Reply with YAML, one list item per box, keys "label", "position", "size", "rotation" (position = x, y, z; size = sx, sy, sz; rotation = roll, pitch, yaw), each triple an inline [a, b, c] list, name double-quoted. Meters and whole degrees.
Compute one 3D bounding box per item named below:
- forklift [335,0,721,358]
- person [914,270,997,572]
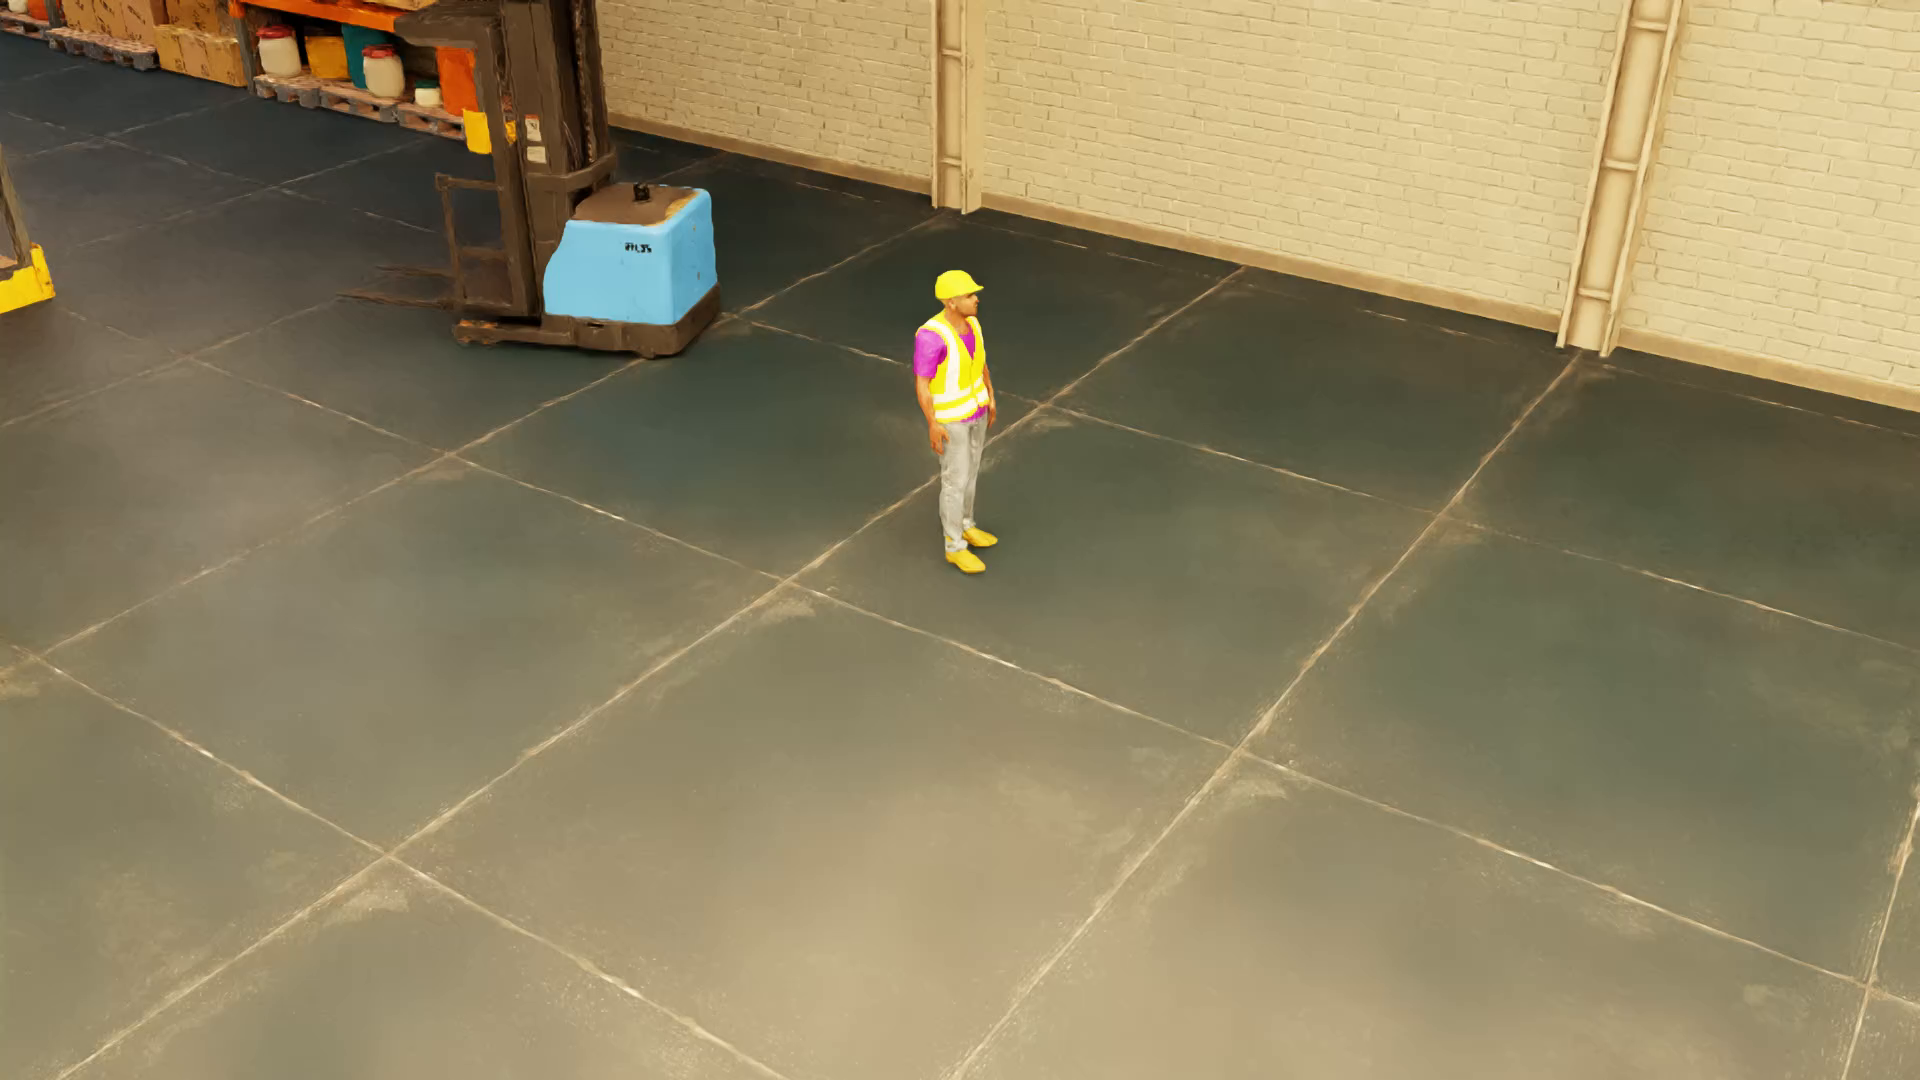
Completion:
- label: "forklift"
  position: [-3.532, -3.065, 12.860]
  size: [3.031, 2.935, 1.130]
  rotation: [7, 31, 12]
- label: "person"
  position: [0.055, -0.748, 10.015]
  size: [0.576, 1.766, 0.665]
  rotation: [19, 35, 29]
